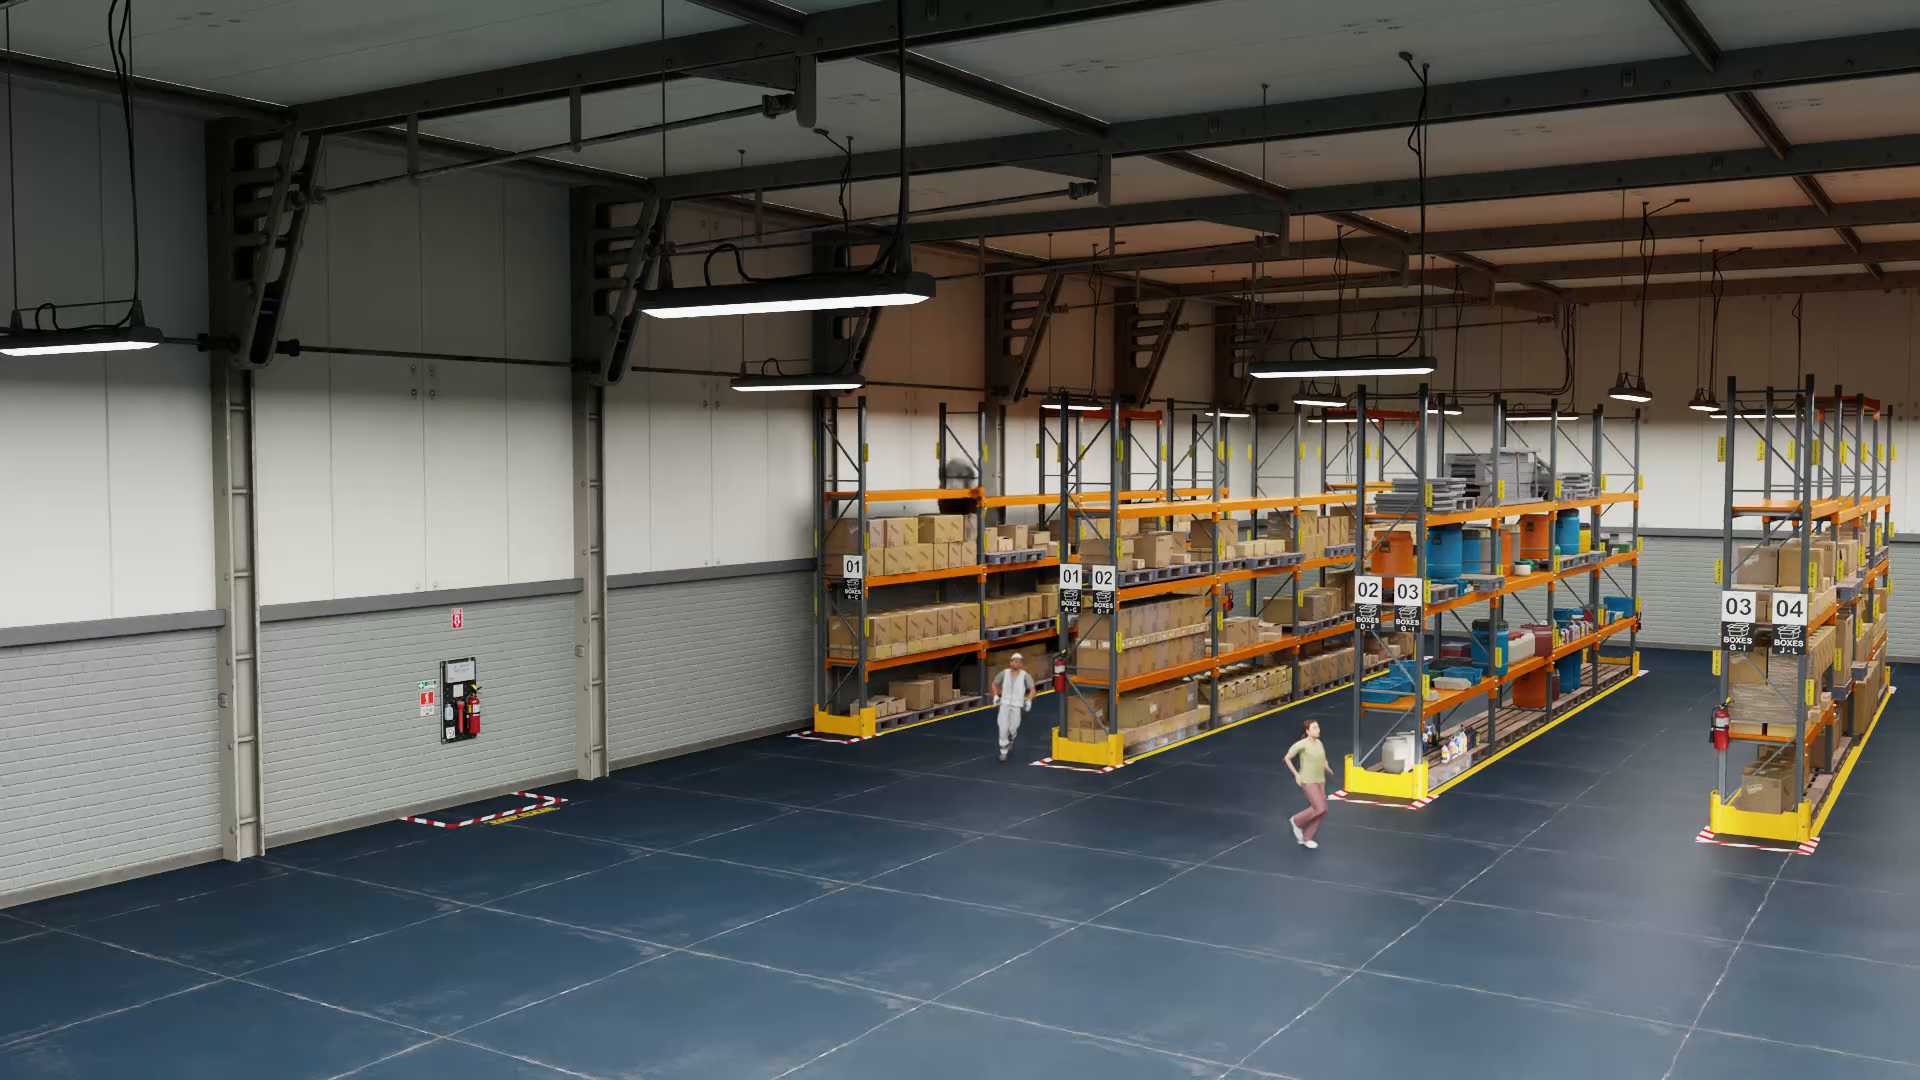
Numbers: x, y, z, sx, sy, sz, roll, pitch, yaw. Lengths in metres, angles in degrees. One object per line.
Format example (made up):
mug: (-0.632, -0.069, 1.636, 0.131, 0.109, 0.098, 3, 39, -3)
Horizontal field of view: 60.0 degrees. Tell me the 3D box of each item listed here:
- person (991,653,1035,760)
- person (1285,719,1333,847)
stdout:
person: (0.863, 2.714, 27.173, 0.722, 1.737, 0.557, 0, 3, 7)
person: (4.470, 3.082, 21.050, 0.573, 1.629, 0.537, -2, 4, -35)
